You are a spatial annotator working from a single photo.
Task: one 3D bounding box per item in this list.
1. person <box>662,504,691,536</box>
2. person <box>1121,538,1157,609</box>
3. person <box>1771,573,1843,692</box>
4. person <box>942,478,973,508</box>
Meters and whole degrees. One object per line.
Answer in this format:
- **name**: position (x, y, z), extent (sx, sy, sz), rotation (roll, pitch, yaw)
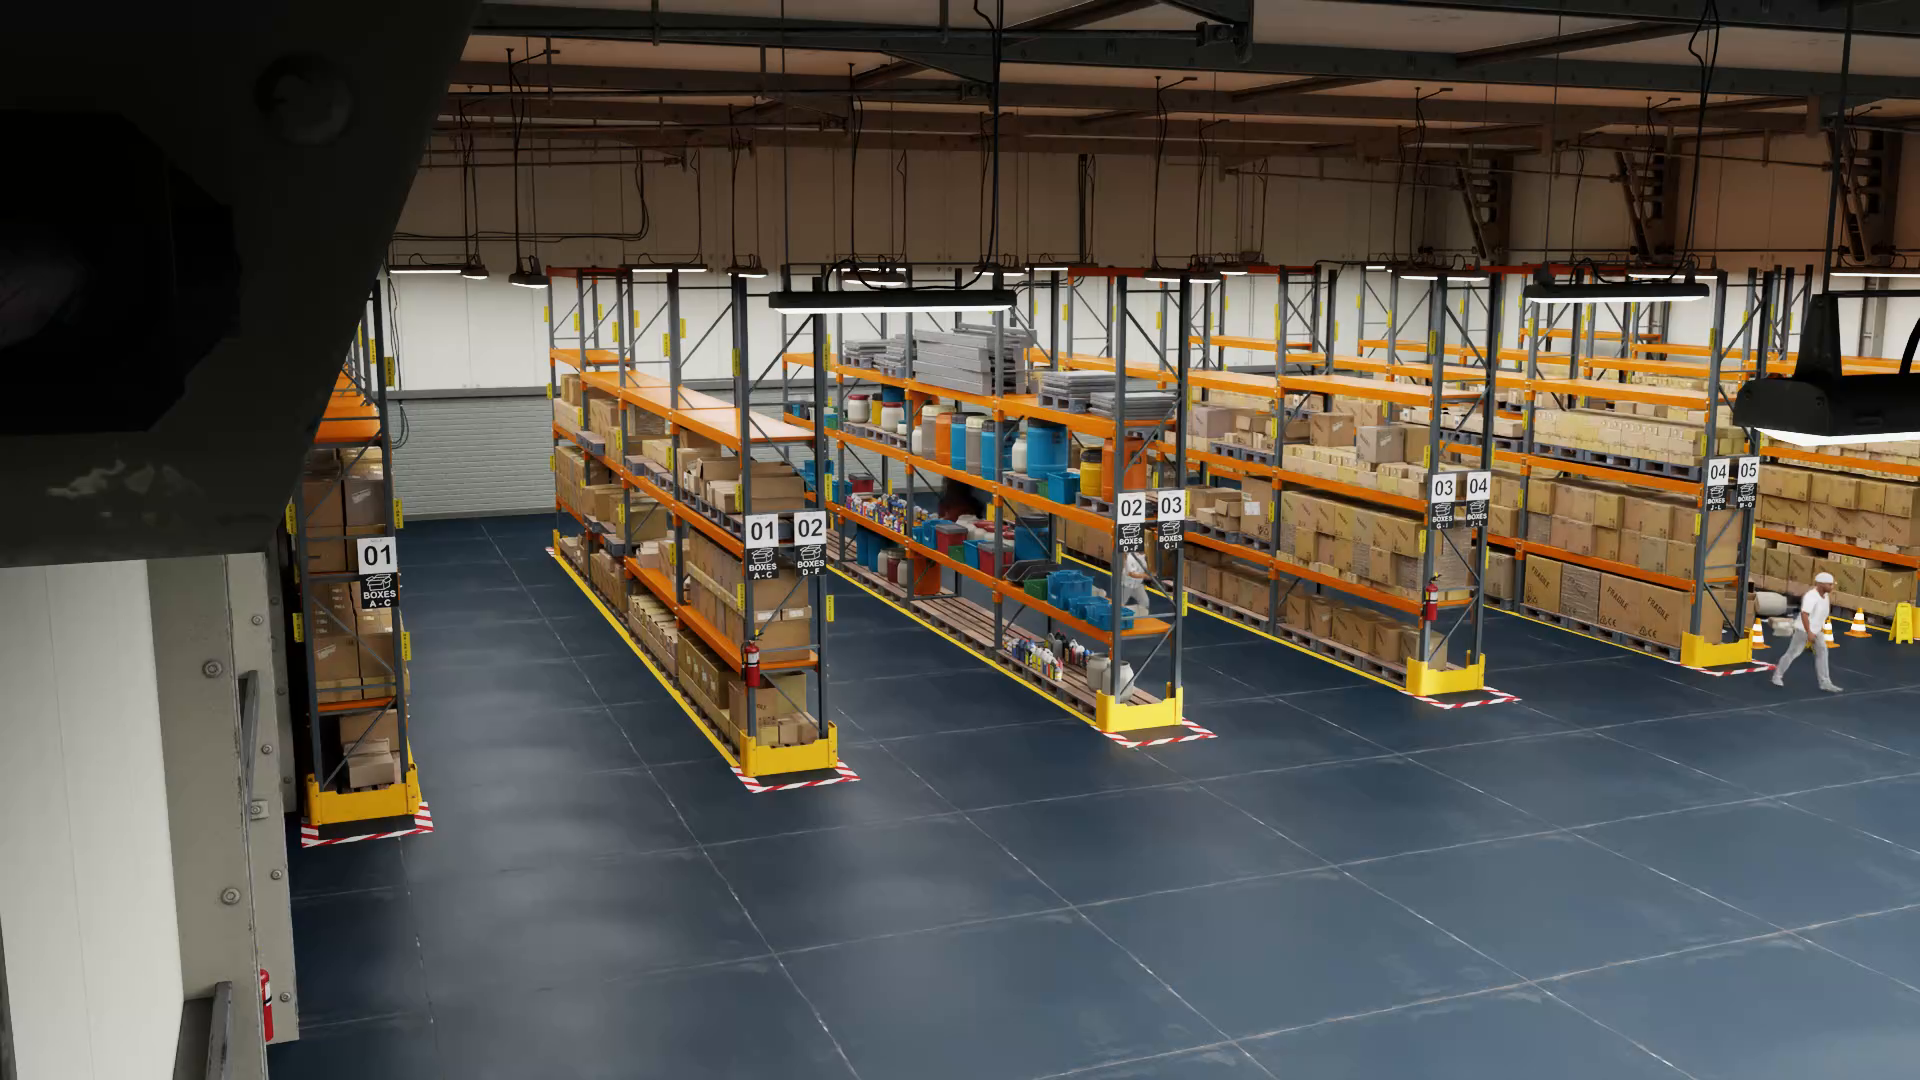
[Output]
- **person**: position (-5.987, -0.584, 35.066), extent (0.654, 1.726, 0.752), rotation (-6, 12, -32)
- **person**: position (2.733, 0.746, 26.279), extent (0.893, 1.647, 0.605), rotation (7, 12, 35)
- **person**: position (12.366, 1.312, 24.139), extent (0.734, 1.723, 0.871), rotation (-7, 12, -37)
- **person**: position (0.010, -1.610, 41.227), extent (1.055, 1.701, 0.757), rotation (7, 12, 33)
